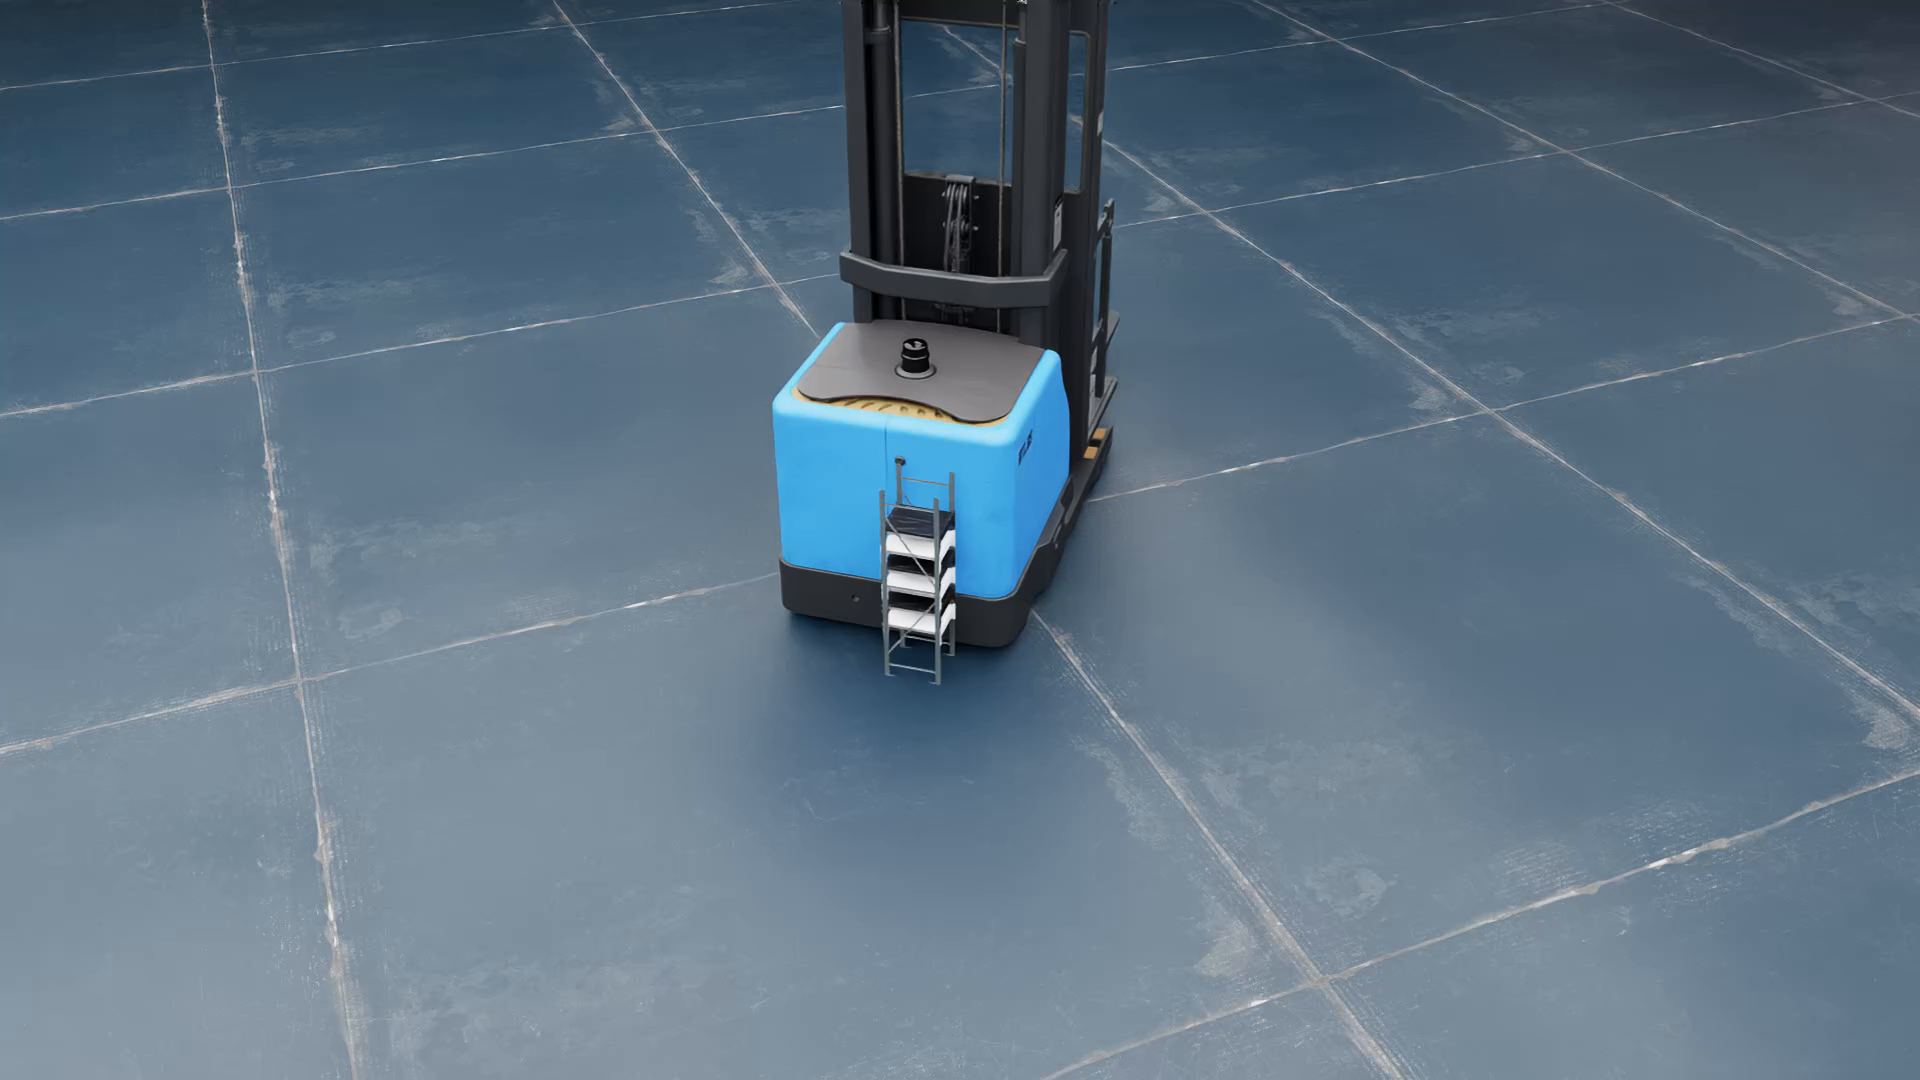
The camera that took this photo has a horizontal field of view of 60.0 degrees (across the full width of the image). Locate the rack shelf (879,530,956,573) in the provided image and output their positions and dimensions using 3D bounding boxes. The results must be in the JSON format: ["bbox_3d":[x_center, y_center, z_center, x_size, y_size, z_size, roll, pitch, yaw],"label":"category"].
[{"bbox_3d":[-0.166,0.025,6.617,0.258,0.077,0.200,9,34,14],"label":"rack shelf"}]

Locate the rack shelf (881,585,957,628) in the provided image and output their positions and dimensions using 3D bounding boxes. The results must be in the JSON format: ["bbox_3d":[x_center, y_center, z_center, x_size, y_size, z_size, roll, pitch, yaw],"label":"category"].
[{"bbox_3d":[-0.166,0.252,6.764,0.258,0.077,0.200,9,34,14],"label":"rack shelf"}]

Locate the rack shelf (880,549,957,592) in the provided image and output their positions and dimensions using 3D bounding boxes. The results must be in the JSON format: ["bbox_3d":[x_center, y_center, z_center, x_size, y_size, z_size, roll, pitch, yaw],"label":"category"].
[{"bbox_3d":[-0.166,0.101,6.666,0.258,0.077,0.200,9,34,14],"label":"rack shelf"}]

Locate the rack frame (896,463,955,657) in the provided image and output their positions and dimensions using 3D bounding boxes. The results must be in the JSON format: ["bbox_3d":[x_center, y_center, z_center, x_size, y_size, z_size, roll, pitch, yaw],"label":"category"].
[{"bbox_3d":[-0.137,0.095,6.779,0.240,0.900,0.006,9,34,14],"label":"rack frame"}]

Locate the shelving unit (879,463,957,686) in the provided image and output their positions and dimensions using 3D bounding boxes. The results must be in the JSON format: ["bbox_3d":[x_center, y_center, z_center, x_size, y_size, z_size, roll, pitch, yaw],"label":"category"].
[{"bbox_3d":[-0.166,0.148,6.697,0.258,0.900,0.210,9,34,14],"label":"shelving unit"}]

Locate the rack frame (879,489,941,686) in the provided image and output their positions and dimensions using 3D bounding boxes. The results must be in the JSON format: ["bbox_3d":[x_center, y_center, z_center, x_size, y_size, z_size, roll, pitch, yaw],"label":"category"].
[{"bbox_3d":[-0.195,0.201,6.615,0.240,0.900,0.006,9,34,14],"label":"rack frame"}]

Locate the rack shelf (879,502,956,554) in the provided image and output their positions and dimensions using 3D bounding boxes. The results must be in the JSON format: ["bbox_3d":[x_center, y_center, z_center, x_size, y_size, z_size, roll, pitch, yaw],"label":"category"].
[{"bbox_3d":[-0.166,-0.050,6.568,0.258,0.077,0.200,9,34,14],"label":"rack shelf"}]

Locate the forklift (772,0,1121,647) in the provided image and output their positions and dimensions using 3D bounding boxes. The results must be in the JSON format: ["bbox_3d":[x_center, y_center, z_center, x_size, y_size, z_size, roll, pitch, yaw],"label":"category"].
[{"bbox_3d":[0.137,-1.579,7.489,1.130,2.935,3.031,9,34,14],"label":"forklift"}]

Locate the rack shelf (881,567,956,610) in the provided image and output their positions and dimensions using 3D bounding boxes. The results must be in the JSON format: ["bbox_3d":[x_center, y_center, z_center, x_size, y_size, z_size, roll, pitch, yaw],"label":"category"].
[{"bbox_3d":[-0.166,0.176,6.715,0.258,0.077,0.200,9,34,14],"label":"rack shelf"}]

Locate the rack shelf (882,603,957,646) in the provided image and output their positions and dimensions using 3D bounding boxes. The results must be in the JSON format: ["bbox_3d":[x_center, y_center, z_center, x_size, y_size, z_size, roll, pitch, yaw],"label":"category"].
[{"bbox_3d":[-0.166,0.327,6.813,0.258,0.077,0.200,9,34,14],"label":"rack shelf"}]
